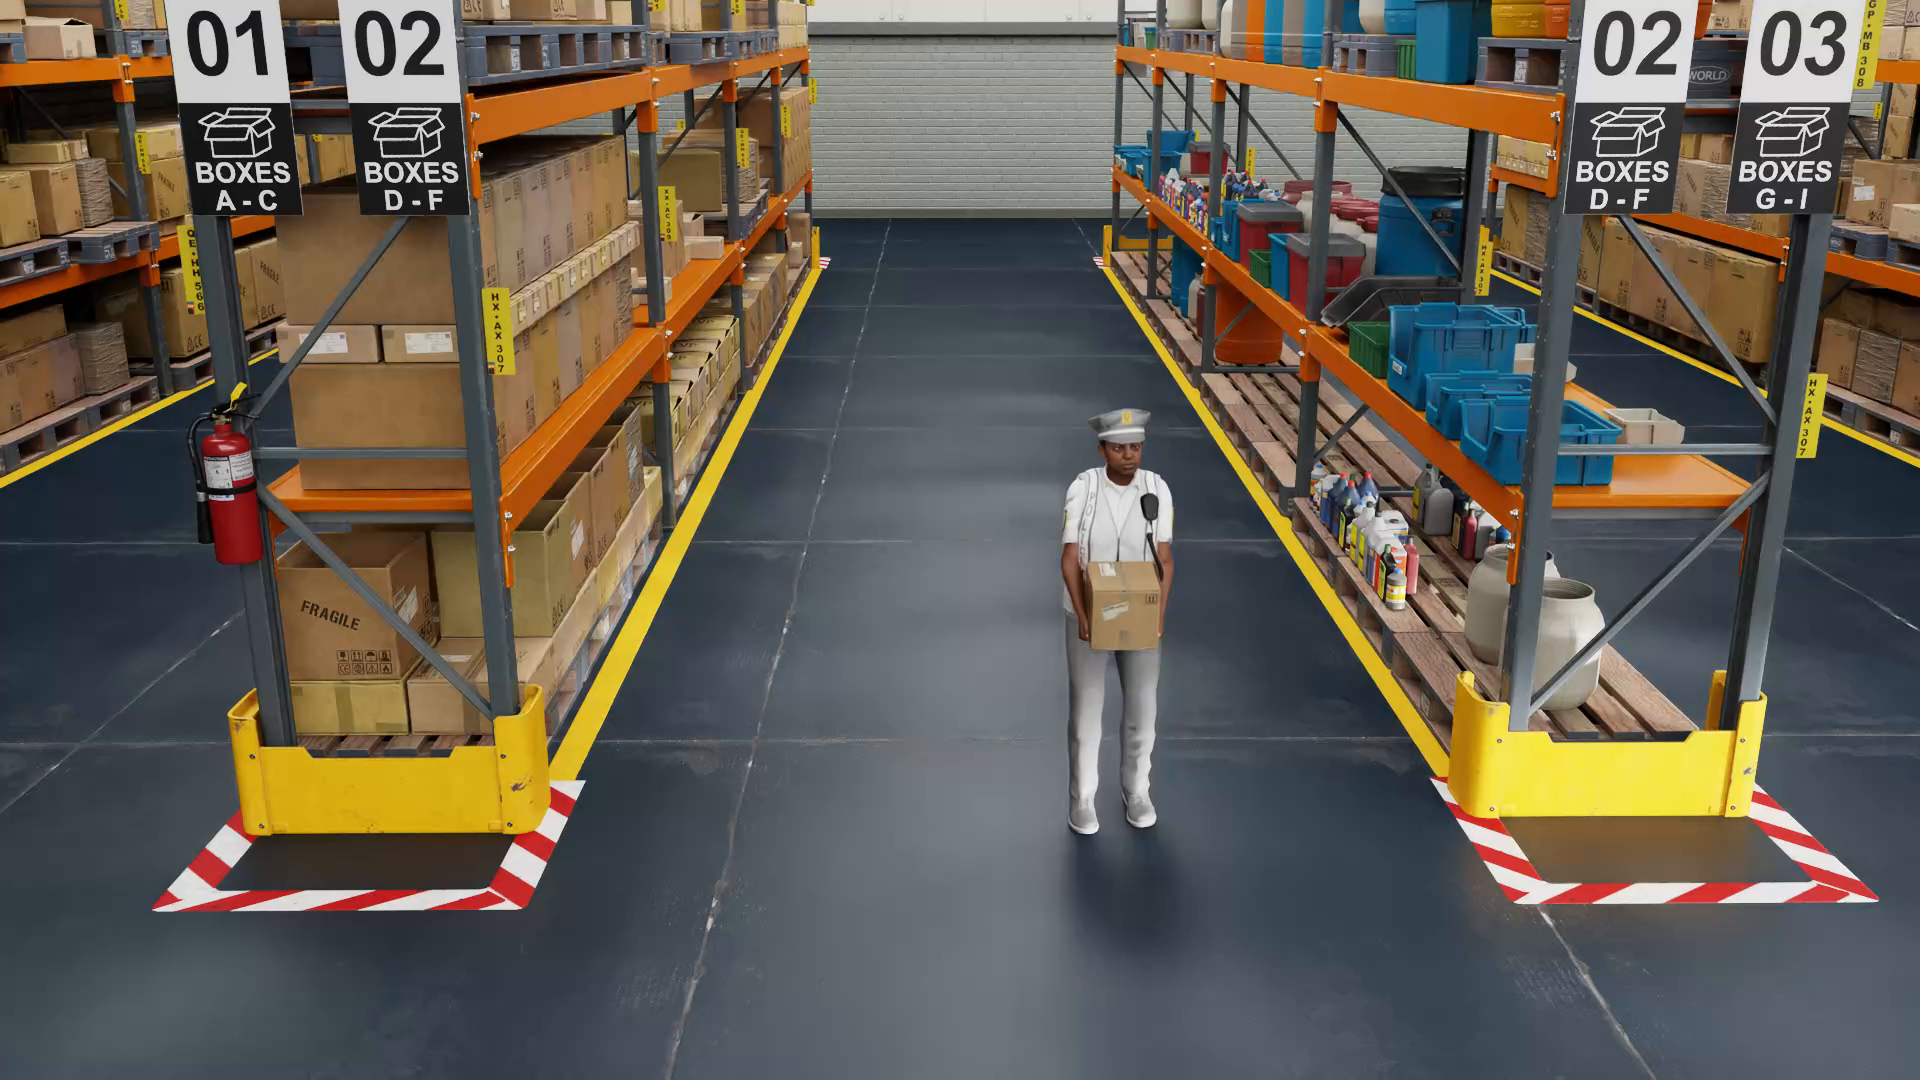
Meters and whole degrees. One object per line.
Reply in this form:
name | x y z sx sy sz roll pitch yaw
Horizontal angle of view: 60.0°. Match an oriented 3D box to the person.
person | 0.609 0.323 6.469 0.442 1.692 0.517 0 17 -1
